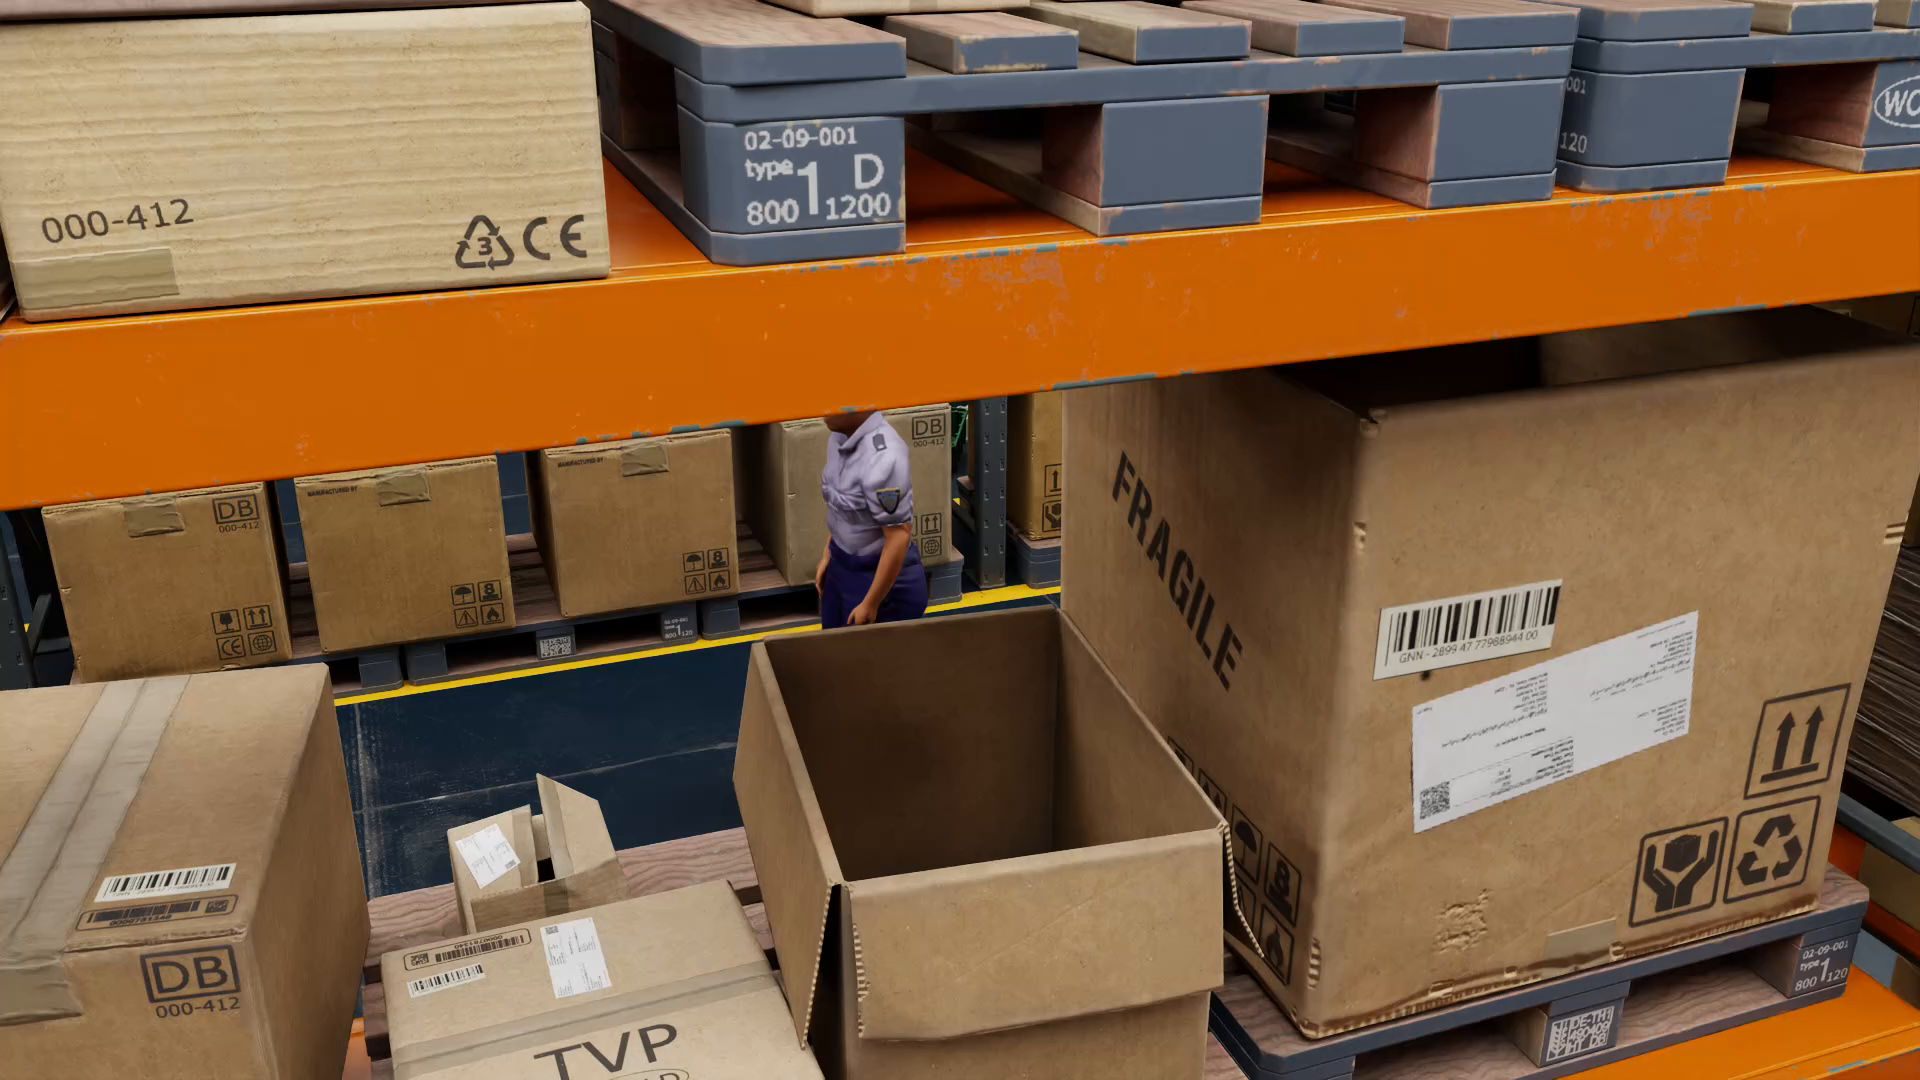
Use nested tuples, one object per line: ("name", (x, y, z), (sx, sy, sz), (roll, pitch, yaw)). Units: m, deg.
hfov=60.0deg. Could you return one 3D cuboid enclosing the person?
("person", (-0.323, 0.156, 5.728), (0.368, 1.654, 0.530), (-9, 24, -20))
